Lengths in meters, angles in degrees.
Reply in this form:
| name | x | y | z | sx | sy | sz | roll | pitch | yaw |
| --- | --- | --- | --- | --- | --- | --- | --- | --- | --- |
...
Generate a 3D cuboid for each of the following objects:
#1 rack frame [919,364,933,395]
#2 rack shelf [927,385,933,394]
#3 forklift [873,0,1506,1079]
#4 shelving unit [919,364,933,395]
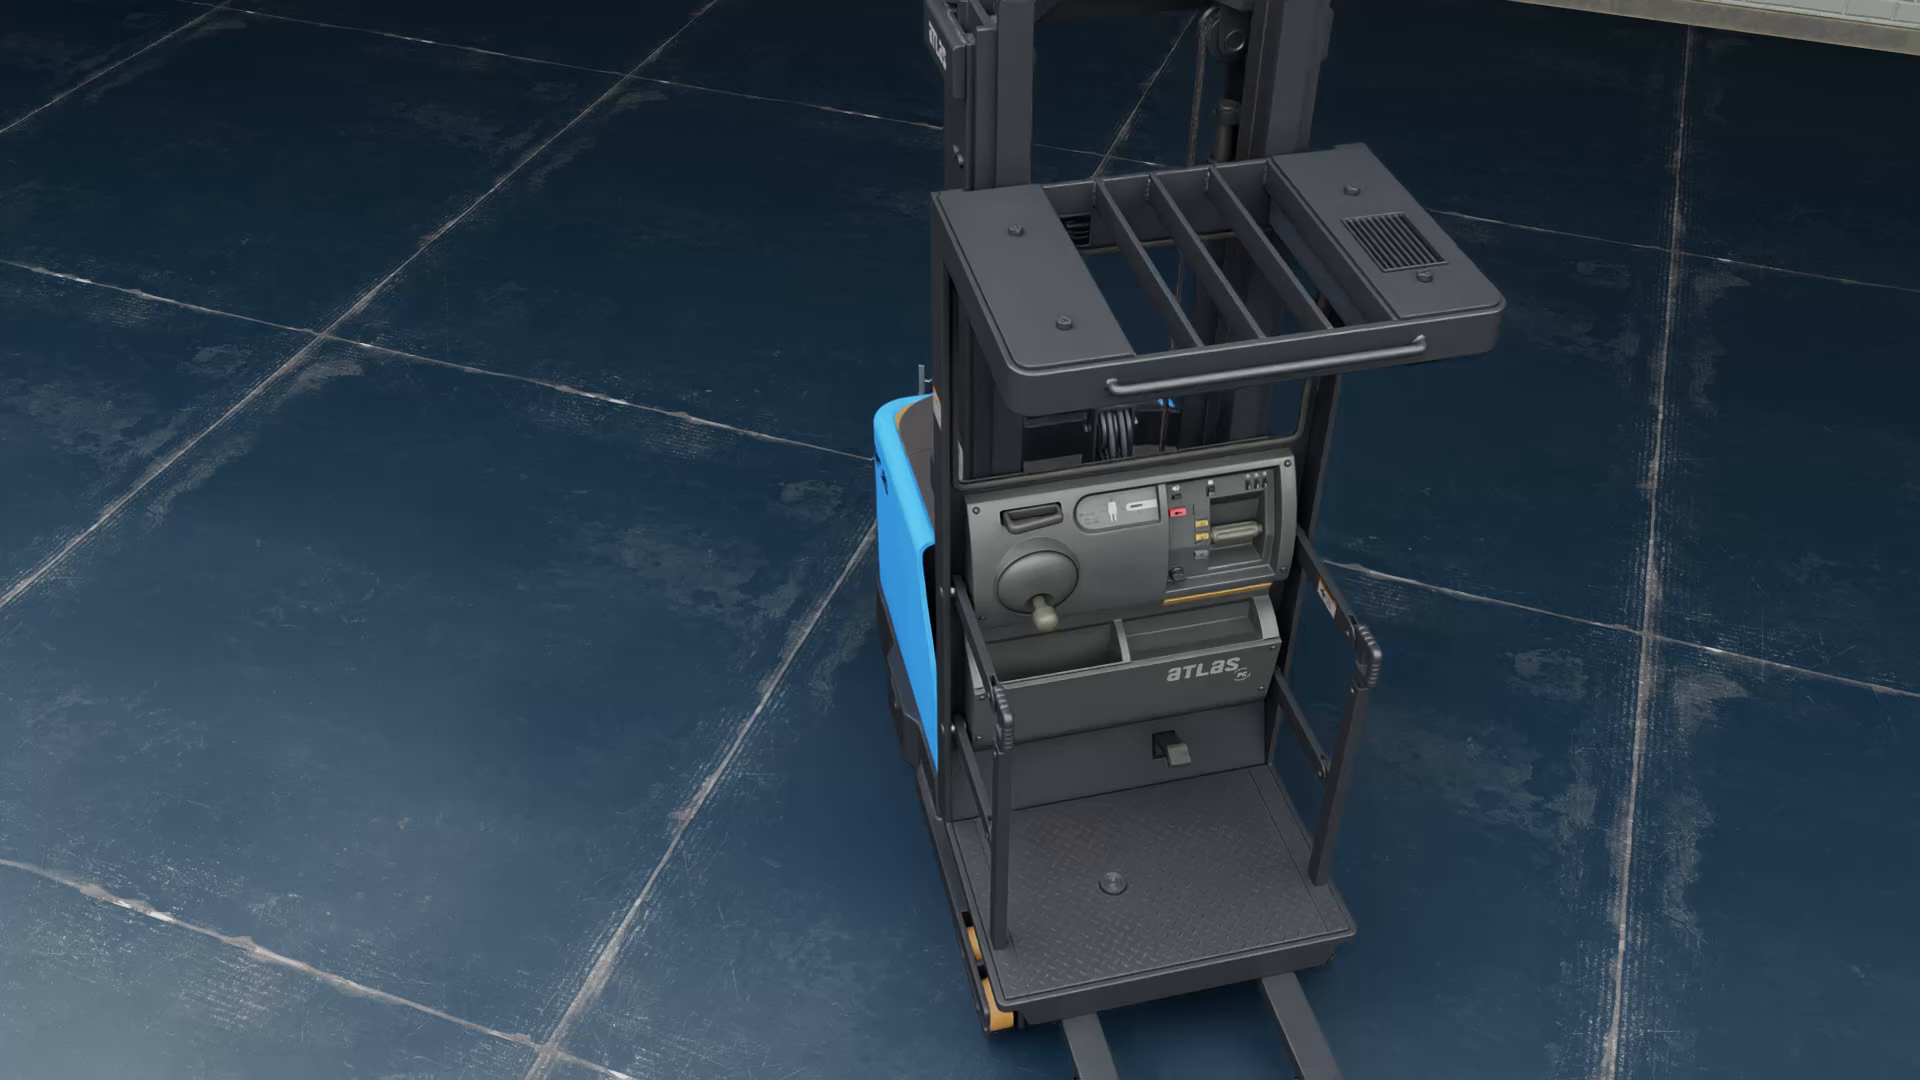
| name | x | y | z | sx | sy | sz | roll | pitch | yaw |
| --- | --- | --- | --- | --- | --- | --- | --- | --- | --- |
| rack frame | -0.038 | -0.275 | 6.379 | 0.240 | 0.900 | 0.006 | 13 | 42 | 15 |
| rack shelf | -0.003 | -0.517 | 6.299 | 0.258 | 0.077 | 0.200 | 13 | 42 | 15 |
| forklift | 0.529 | 0.085 | 4.392 | 1.130 | 2.935 | 3.031 | -9 | 41 | -10 |
| shelving unit | -0.003 | -0.337 | 6.452 | 0.258 | 0.900 | 0.210 | 13 | 42 | 15 |
